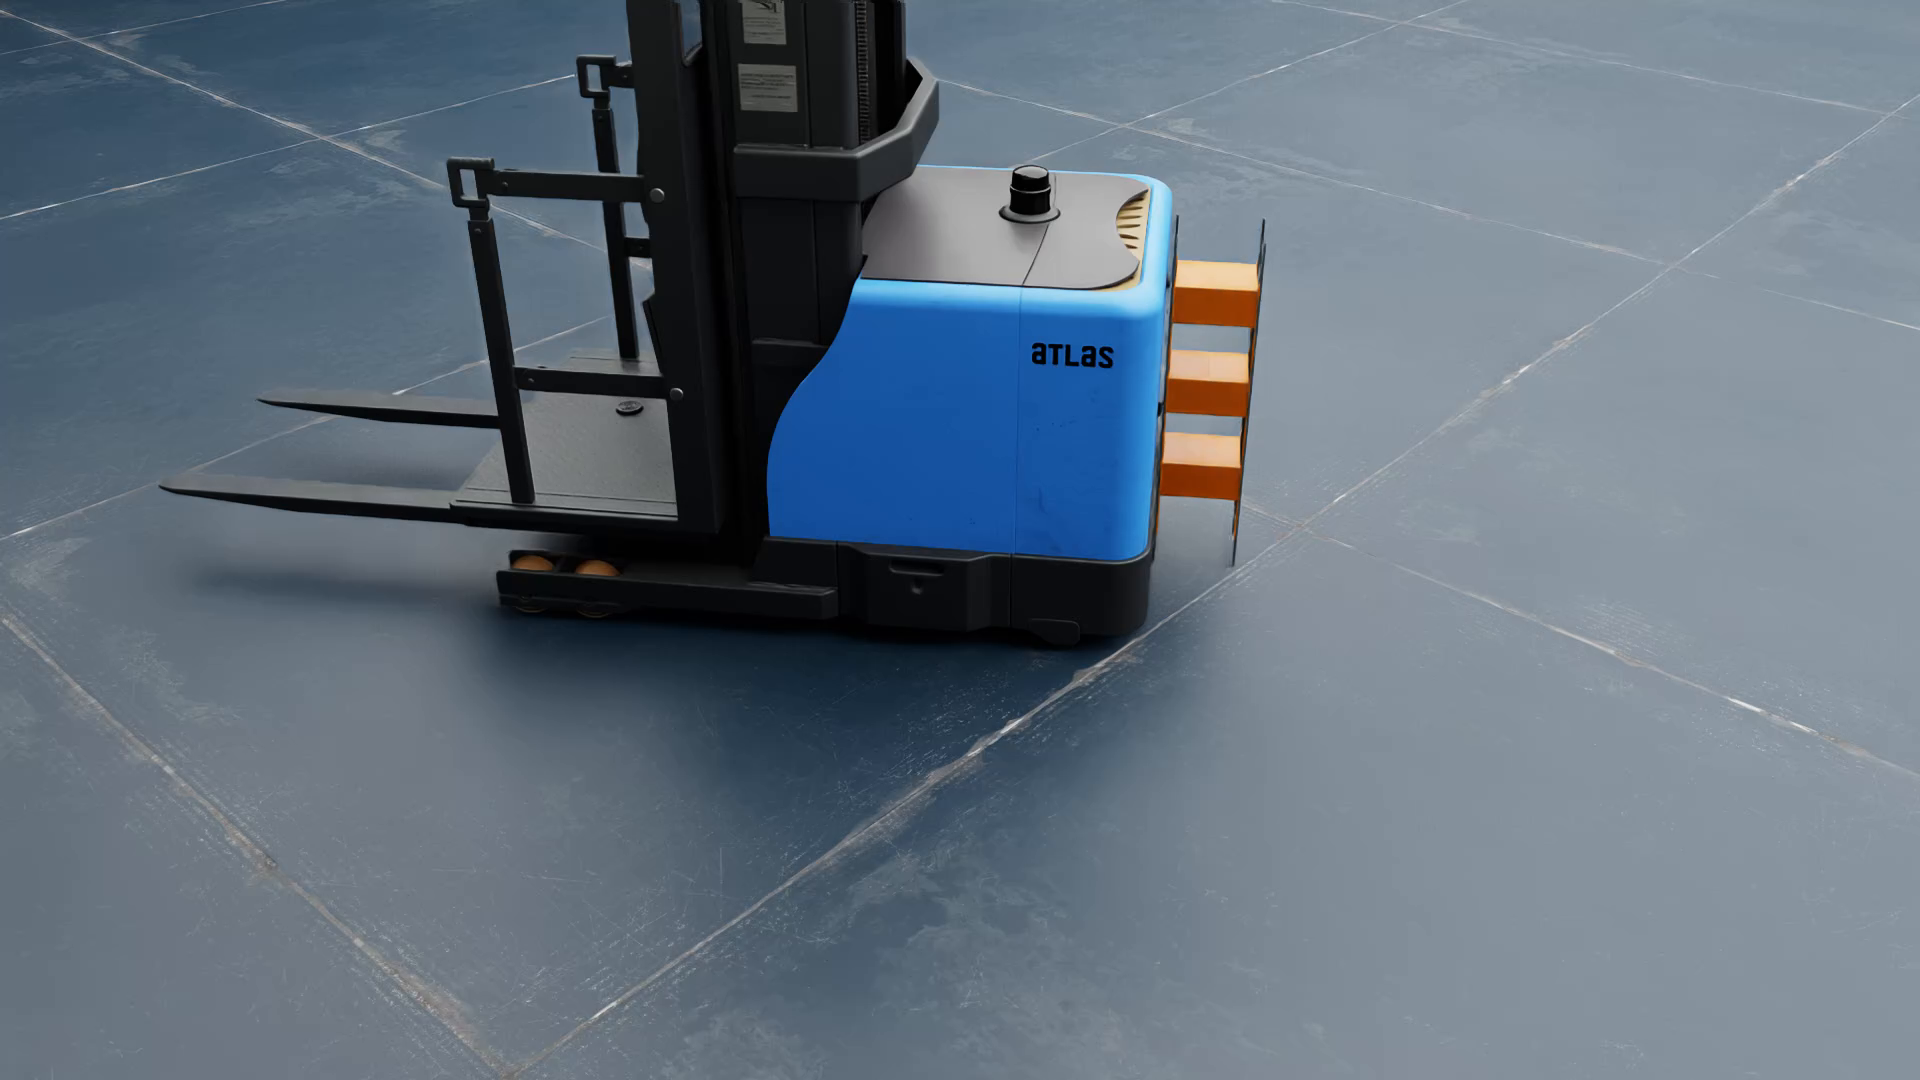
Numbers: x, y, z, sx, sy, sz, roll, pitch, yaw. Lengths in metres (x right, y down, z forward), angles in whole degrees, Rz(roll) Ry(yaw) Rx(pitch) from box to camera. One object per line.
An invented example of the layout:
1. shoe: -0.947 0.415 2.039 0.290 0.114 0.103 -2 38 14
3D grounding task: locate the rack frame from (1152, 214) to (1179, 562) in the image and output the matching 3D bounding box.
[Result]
1. rack frame: 0.611 -0.434 4.952 0.008 1.050 0.200 4 31 7

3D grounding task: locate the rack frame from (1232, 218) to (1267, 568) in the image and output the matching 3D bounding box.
1. rack frame: 0.853 -0.416 4.924 0.008 1.050 0.200 4 31 7

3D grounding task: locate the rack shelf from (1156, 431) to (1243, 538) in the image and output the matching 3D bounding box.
1. rack shelf: 0.732 -0.178 5.087 0.240 0.259 0.215 4 31 7

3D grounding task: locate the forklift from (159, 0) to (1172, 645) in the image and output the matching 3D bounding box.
1. forklift: -0.912 -1.292 4.555 3.031 2.935 1.130 4 31 7

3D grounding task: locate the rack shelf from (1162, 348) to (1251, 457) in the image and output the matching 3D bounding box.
1. rack shelf: 0.732 -0.416 4.943 0.240 0.259 0.215 4 31 7

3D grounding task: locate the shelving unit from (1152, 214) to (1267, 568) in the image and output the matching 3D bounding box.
1. shelving unit: 0.732 -0.425 4.938 0.252 1.050 0.215 4 31 7

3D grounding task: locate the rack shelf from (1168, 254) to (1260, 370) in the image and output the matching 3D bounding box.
1. rack shelf: 0.732 -0.659 4.797 0.240 0.259 0.215 4 31 7
